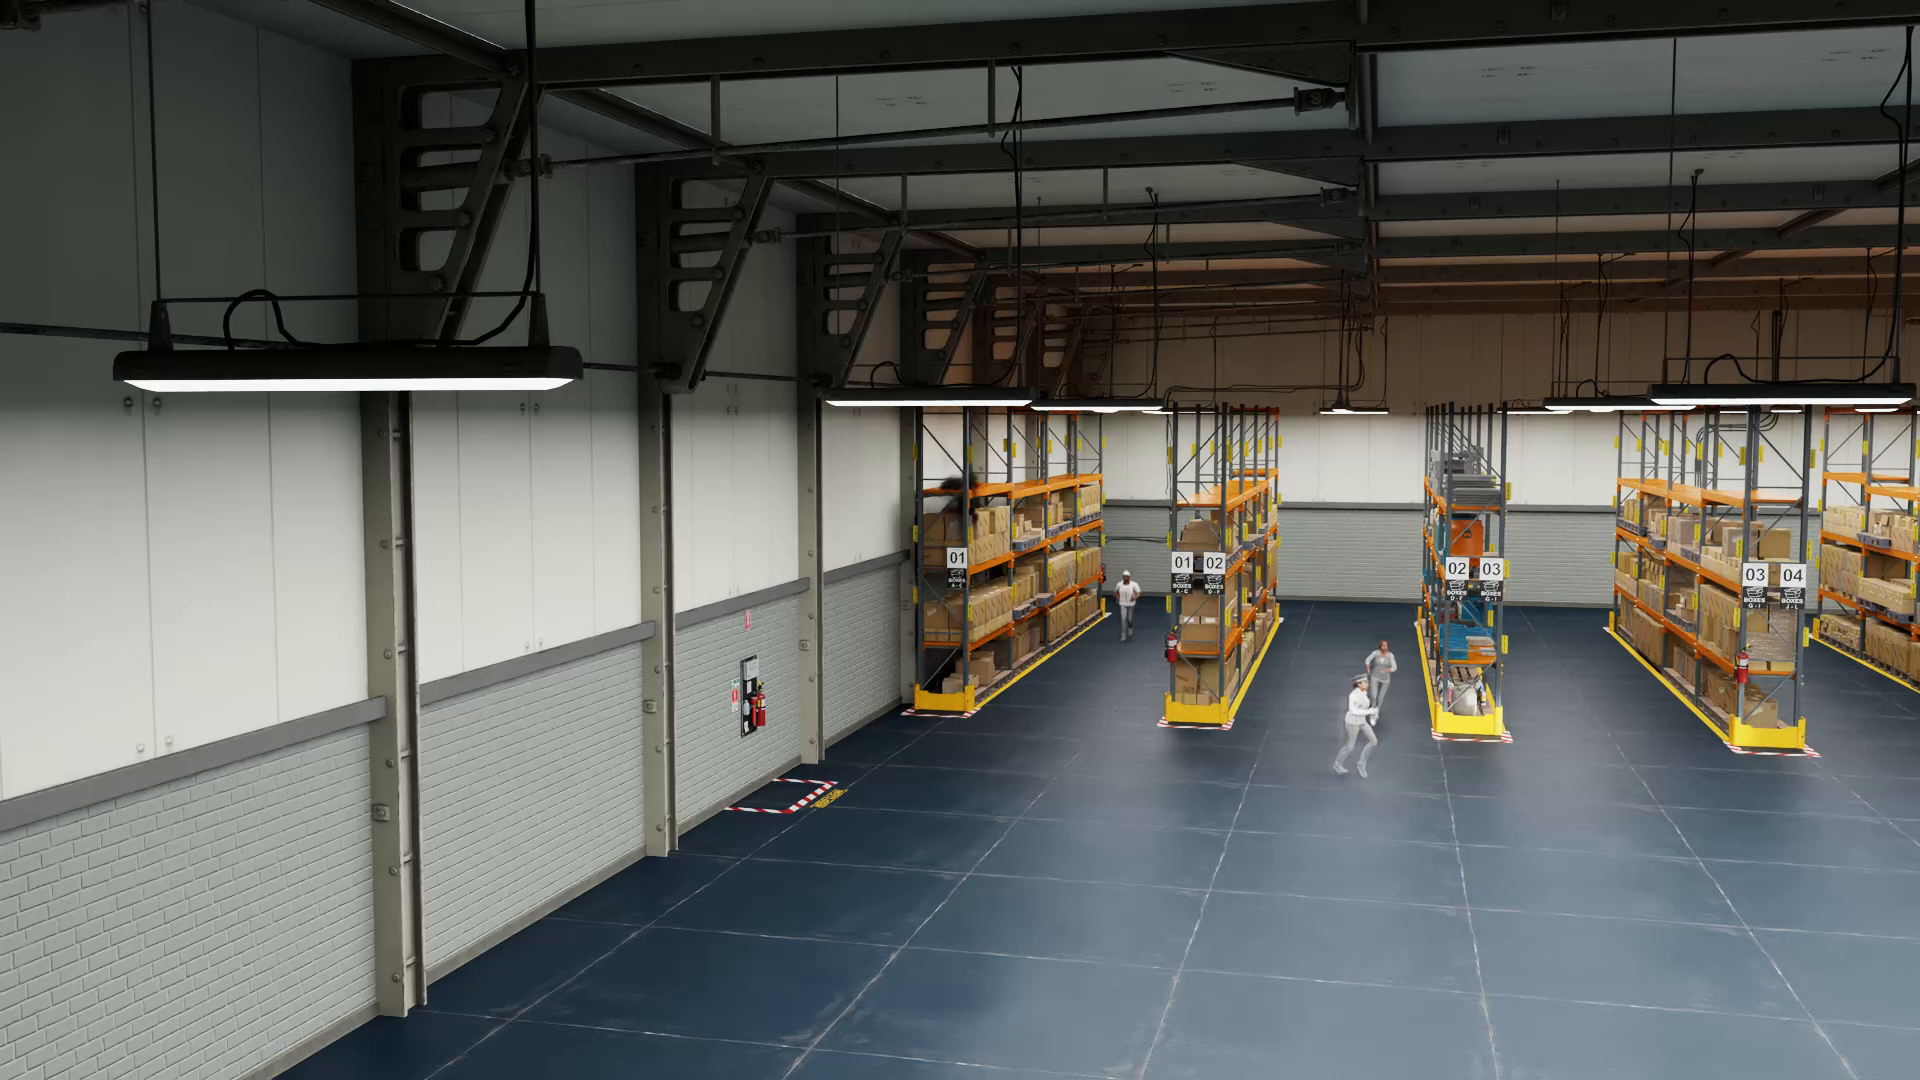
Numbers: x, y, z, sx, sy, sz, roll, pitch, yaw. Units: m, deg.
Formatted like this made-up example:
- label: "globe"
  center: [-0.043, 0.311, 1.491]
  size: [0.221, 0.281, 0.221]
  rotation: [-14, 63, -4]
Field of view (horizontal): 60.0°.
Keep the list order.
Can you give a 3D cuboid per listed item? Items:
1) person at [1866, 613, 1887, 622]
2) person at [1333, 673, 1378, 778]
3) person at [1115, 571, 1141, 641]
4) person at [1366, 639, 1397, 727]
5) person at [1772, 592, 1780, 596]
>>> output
- label: "person"
  center: [24.149, 1.574, 43.802]
  size: [0.988, 1.757, 0.697]
  rotation: [1, 4, 16]
- label: "person"
  center: [6.291, 2.933, 26.391]
  size: [0.792, 1.680, 0.641]
  rotation: [4, 6, 41]
- label: "person"
  center: [4.307, 1.672, 42.682]
  size: [0.686, 1.773, 0.886]
  rotation: [1, 4, 14]
- label: "person"
  center: [7.862, 2.660, 31.060]
  size: [0.551, 1.640, 0.736]
  rotation: [1, 4, 10]
- label: "person"
  center: [20.802, 1.743, 42.725]
  size: [0.629, 1.648, 0.581]
  rotation: [2, 5, 26]
